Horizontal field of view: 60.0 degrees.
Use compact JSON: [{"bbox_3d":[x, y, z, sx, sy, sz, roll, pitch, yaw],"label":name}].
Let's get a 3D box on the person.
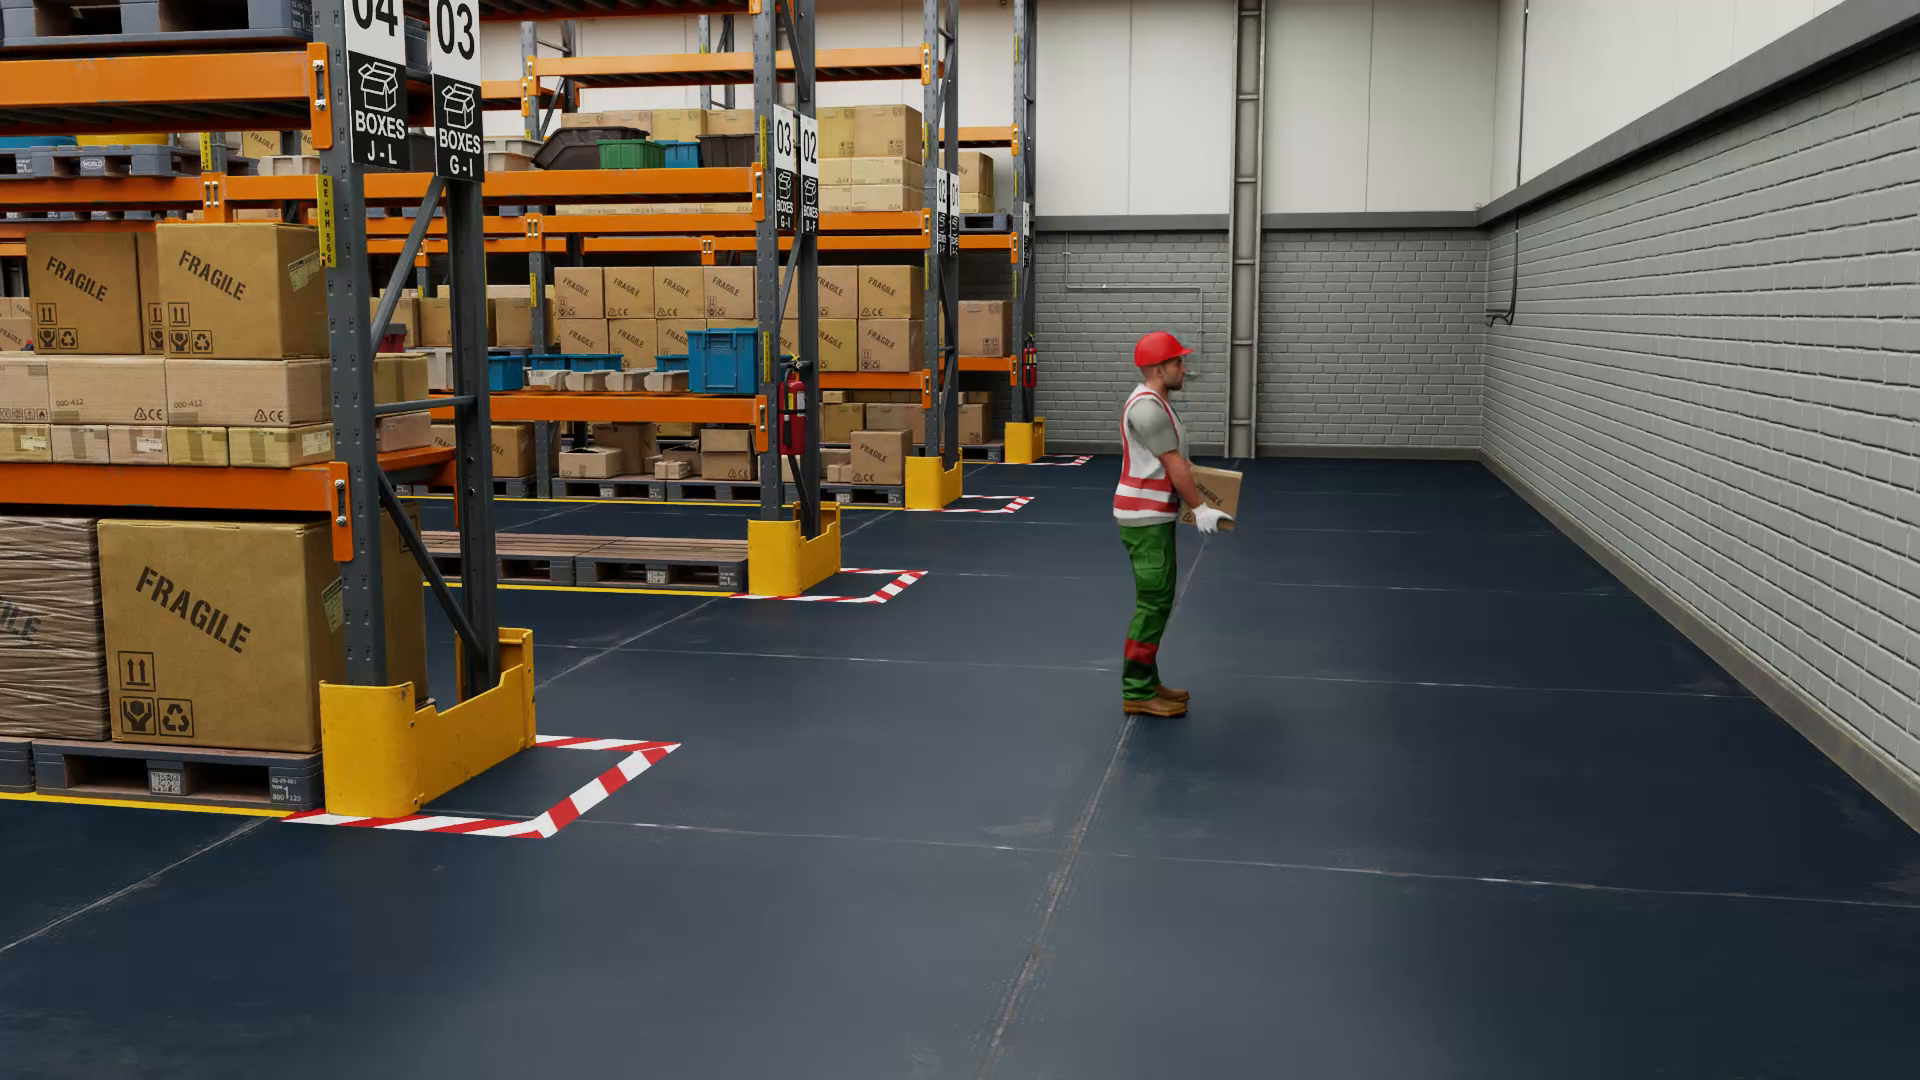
[{"bbox_3d":[1.006,-0.082,7.824,0.566,1.785,0.495,1,8,10],"label":"person"}]
